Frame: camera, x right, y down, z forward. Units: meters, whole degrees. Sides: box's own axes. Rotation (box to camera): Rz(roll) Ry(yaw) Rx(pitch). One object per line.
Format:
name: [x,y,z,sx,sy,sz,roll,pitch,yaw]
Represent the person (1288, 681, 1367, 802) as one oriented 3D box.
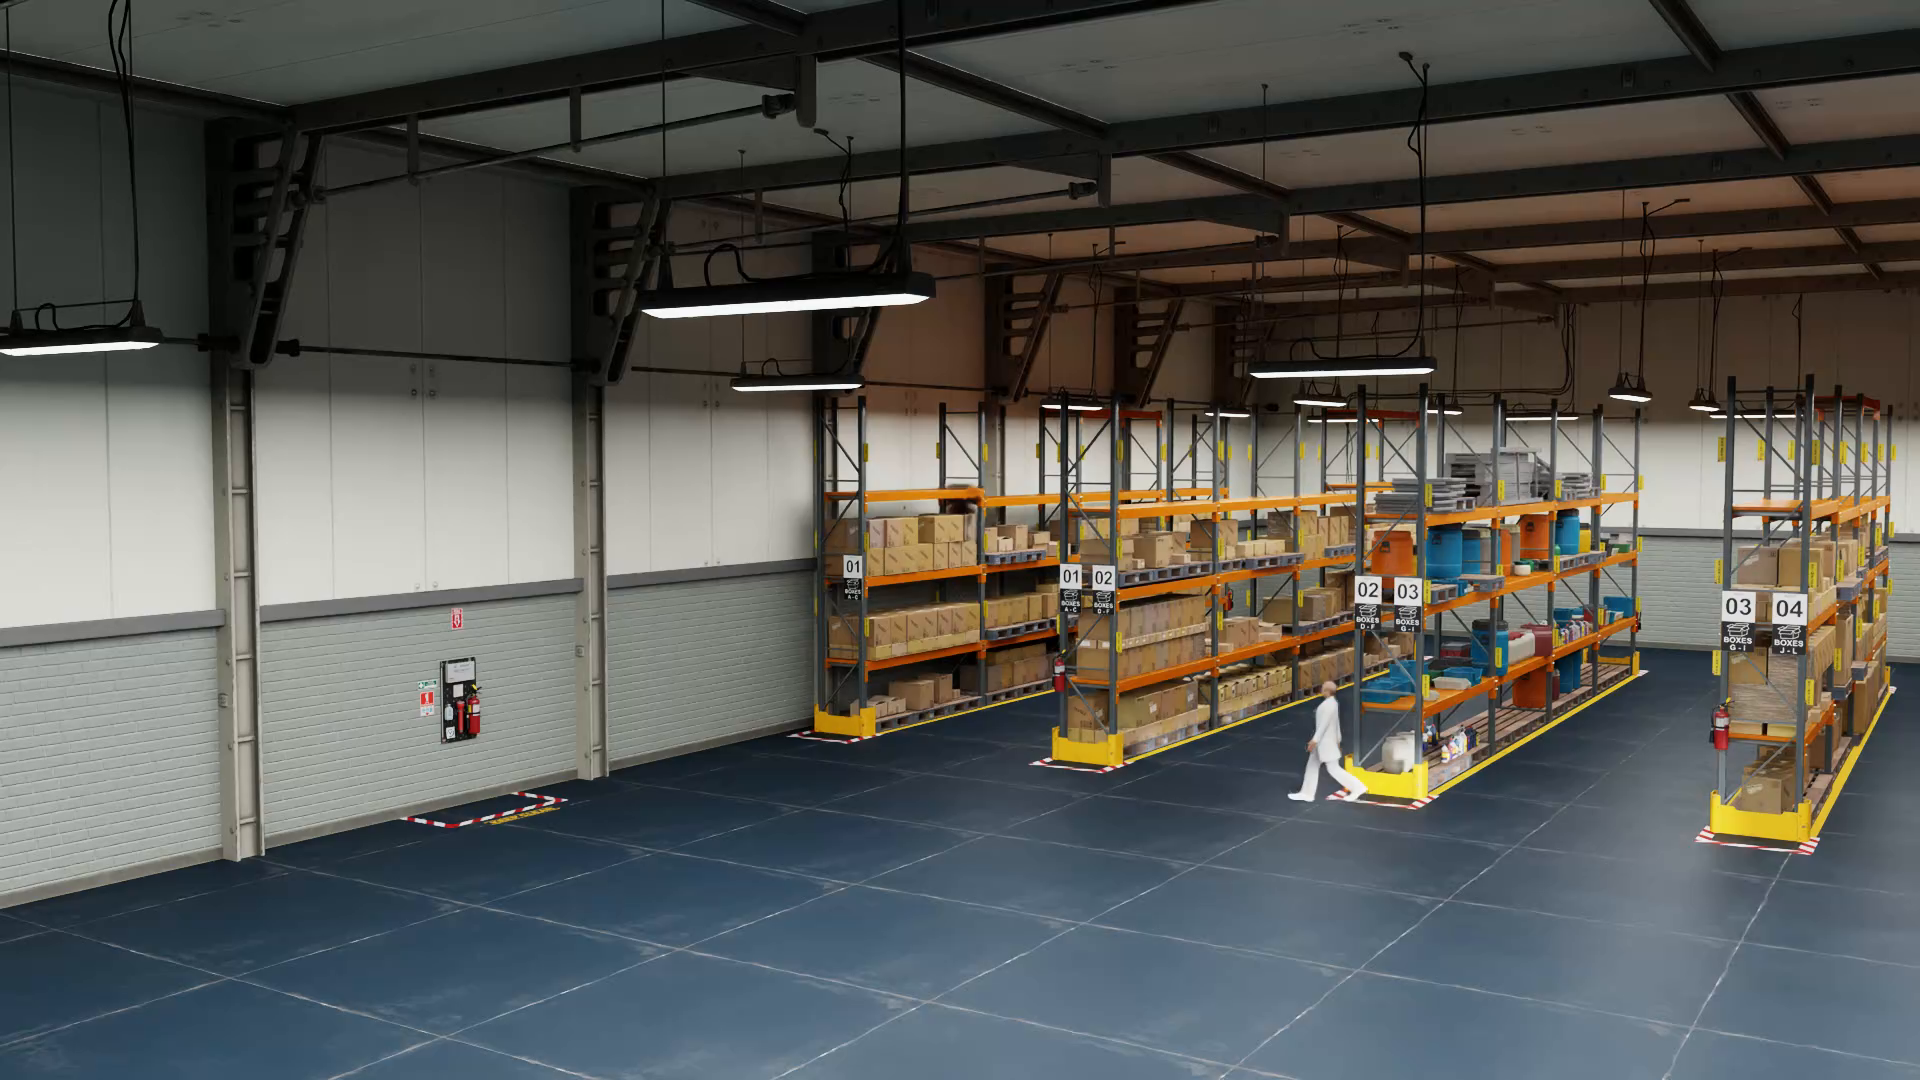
person: [5.248,2.881,23.686,1.072,1.749,0.530,0,3,4]
